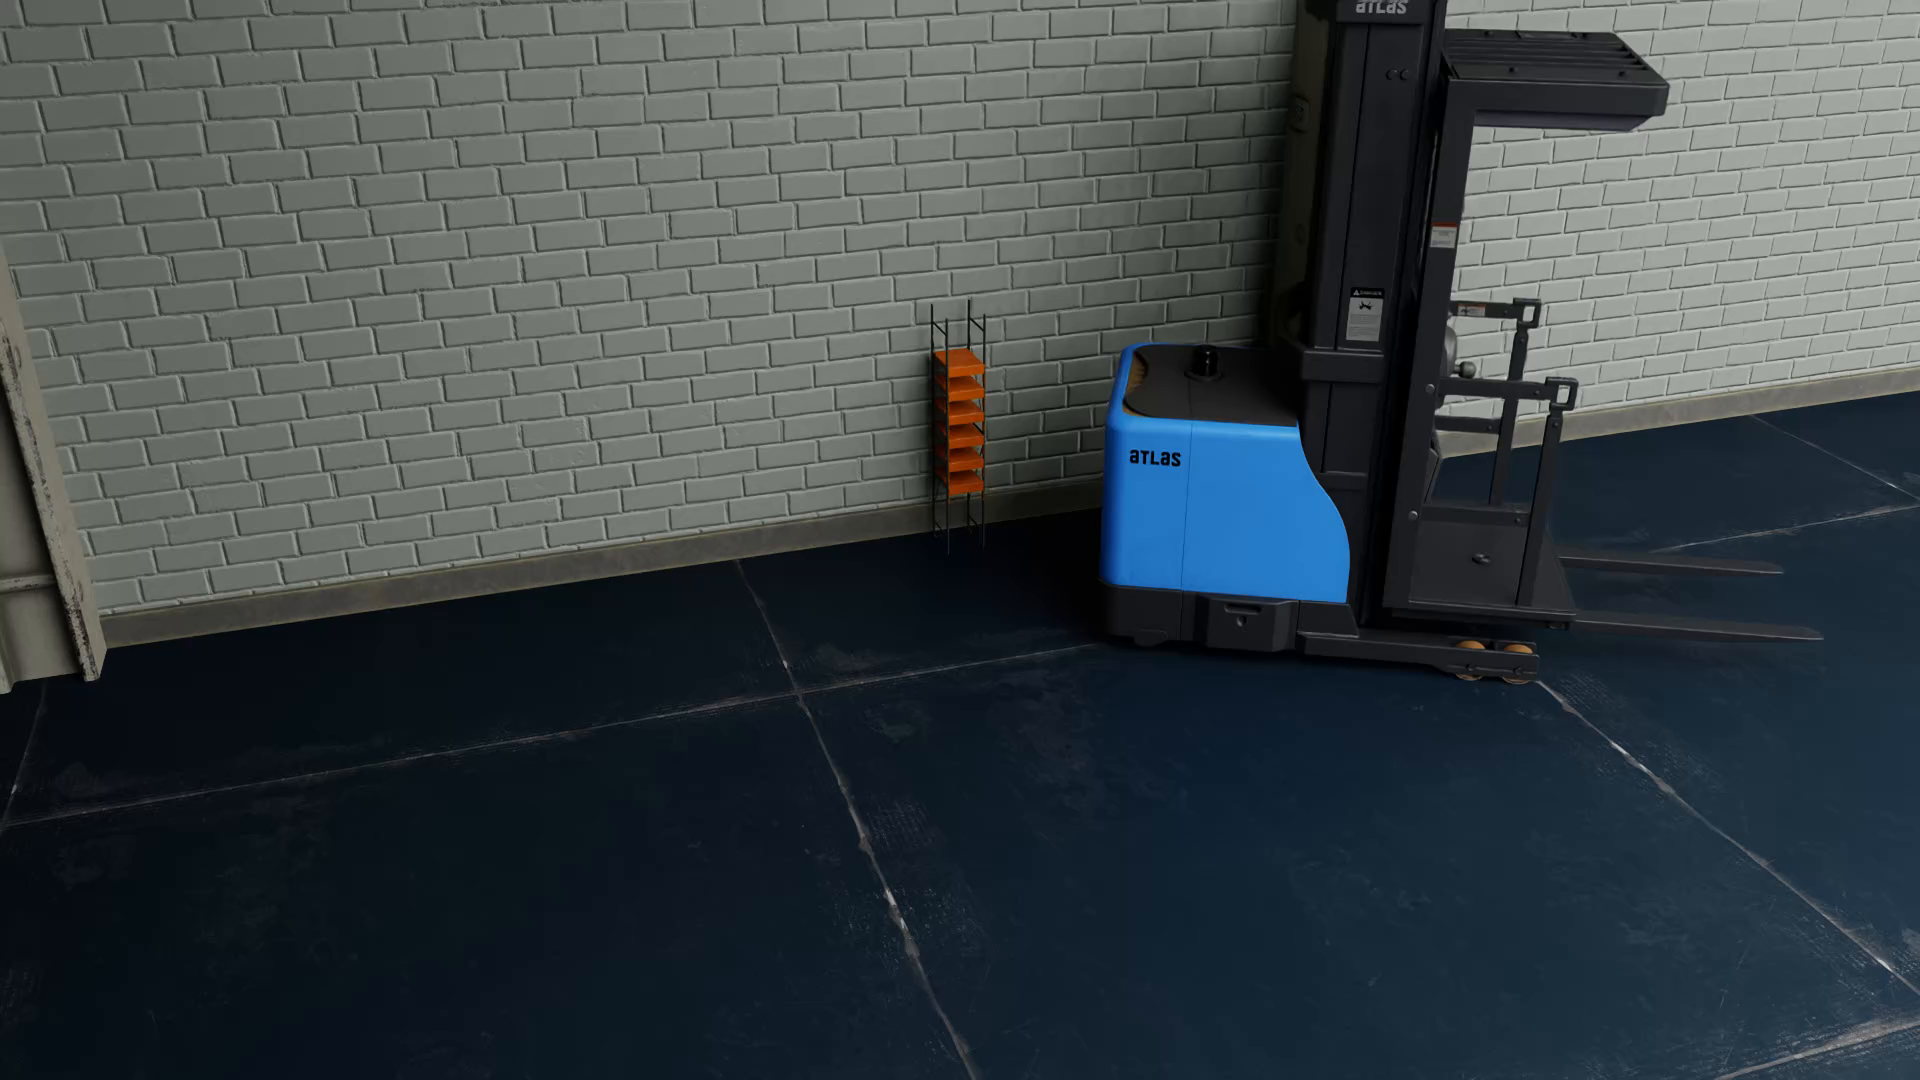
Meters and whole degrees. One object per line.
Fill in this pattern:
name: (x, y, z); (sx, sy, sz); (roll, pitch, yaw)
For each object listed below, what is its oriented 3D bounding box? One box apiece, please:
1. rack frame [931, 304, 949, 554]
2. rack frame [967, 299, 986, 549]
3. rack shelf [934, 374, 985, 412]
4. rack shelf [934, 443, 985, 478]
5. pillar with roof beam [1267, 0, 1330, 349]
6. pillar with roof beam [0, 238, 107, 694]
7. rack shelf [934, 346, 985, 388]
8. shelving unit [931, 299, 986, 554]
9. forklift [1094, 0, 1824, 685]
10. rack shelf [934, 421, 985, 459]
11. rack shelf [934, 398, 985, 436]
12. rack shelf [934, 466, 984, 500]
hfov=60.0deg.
rack frame: (-0.095, -0.518, 7.945); (0.006, 1.200, 0.240); (-9, 28, -17)
rack frame: (0.078, -0.545, 7.999); (0.006, 1.200, 0.240); (-9, 28, -17)
rack shelf: (-0.009, -0.707, 7.885); (0.180, 0.103, 0.258); (-9, 28, -17)
rack shelf: (-0.009, -0.385, 8.045); (0.180, 0.103, 0.258); (-9, 28, -17)
pillar with roof beam: (3.145, -2.483, 3.131); (0.400, 9.000, 9.100); (-8, 28, -16)
pillar with roof beam: (-2.560, -1.656, 1.467); (0.400, 9.000, 9.100); (-8, 28, -16)
rack shelf: (-0.009, -0.814, 7.832); (0.180, 0.103, 0.258); (-9, 28, -17)
shelving unit: (-0.009, -0.532, 7.972); (0.189, 1.200, 0.258); (-9, 28, -17)
forklift: (2.158, -0.958, 6.883); (3.031, 2.935, 1.130); (4, 27, 9)
rack shelf: (-0.009, -0.492, 7.992); (0.180, 0.103, 0.258); (-9, 28, -17)
rack shelf: (-0.009, -0.599, 7.938); (0.180, 0.103, 0.258); (-9, 28, -17)
rack shelf: (-0.009, -0.277, 8.098); (0.180, 0.103, 0.258); (-9, 28, -17)
